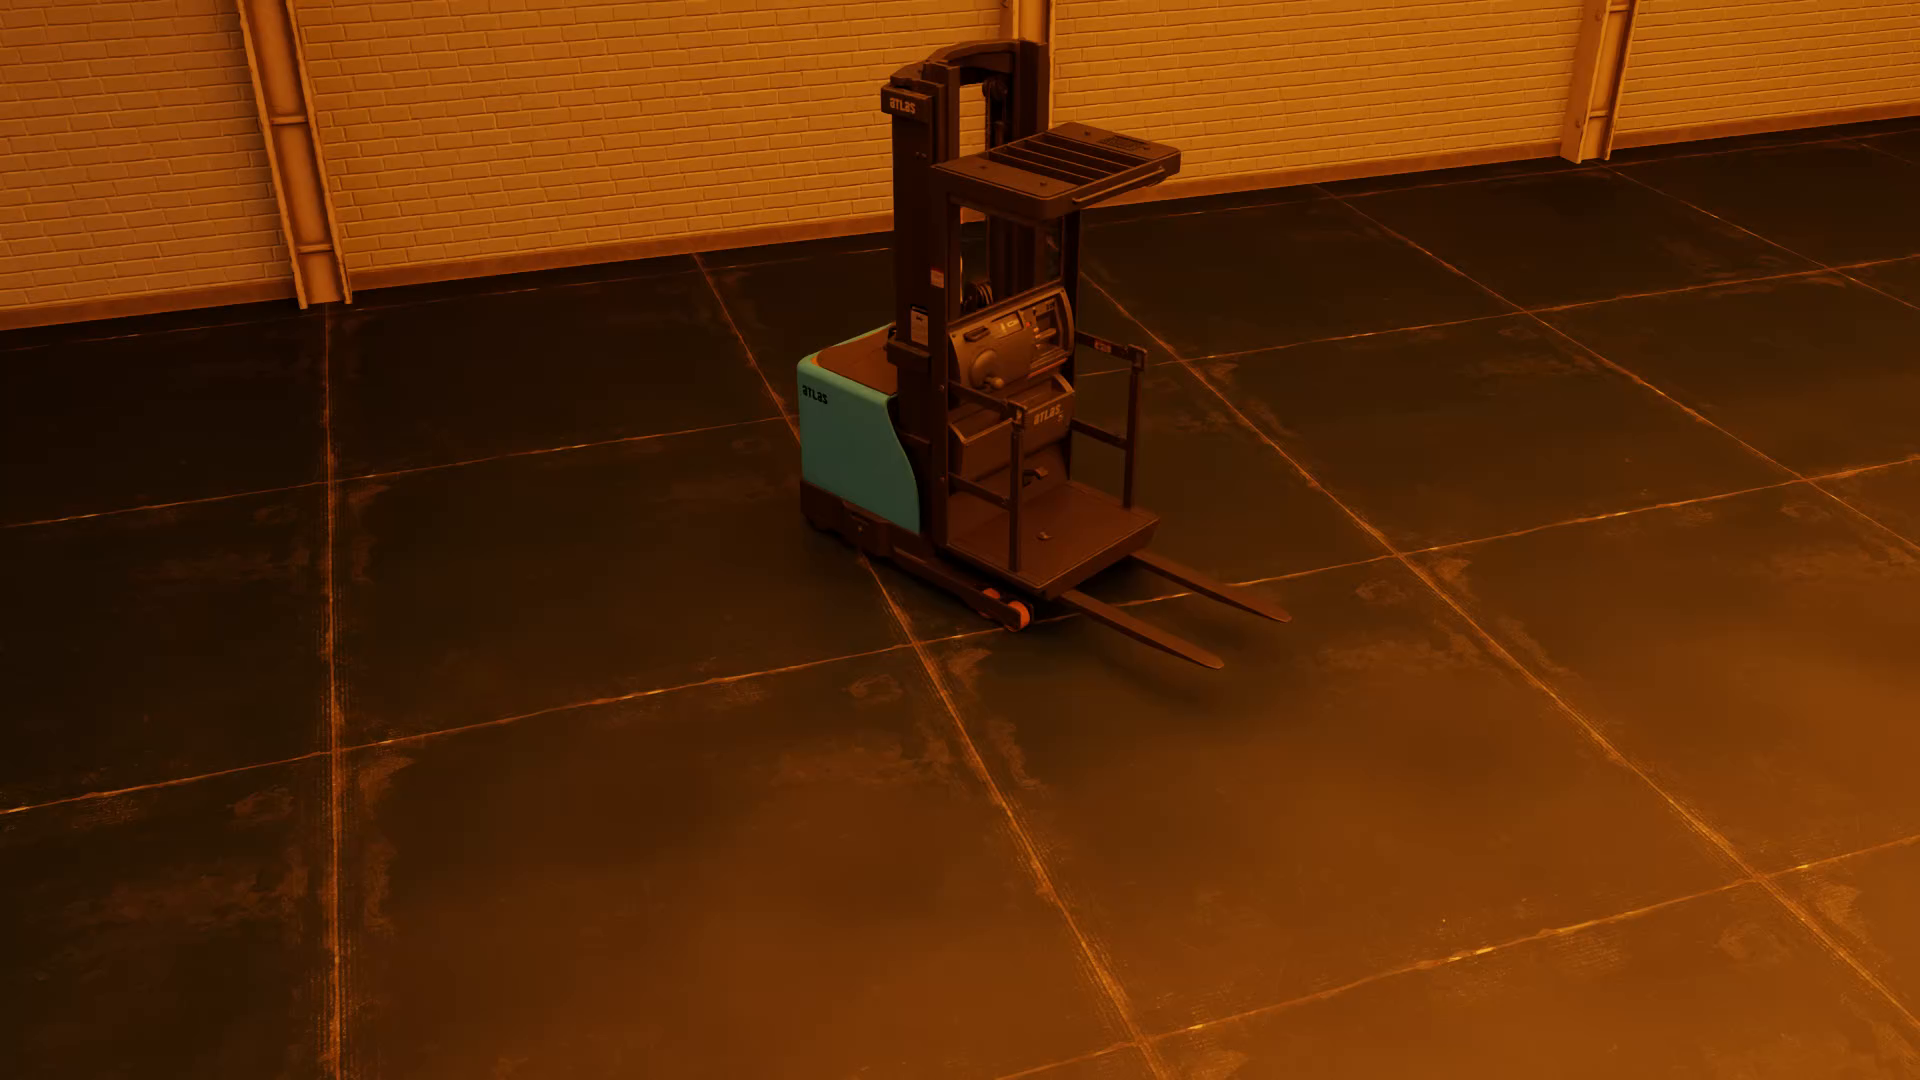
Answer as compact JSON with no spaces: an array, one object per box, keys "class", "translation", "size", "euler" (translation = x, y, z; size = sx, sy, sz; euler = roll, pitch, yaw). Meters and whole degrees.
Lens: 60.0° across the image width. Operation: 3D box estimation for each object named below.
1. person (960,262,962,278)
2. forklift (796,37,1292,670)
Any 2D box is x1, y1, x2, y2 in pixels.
[{"class":"person","translation":[-0.190,-1.490,11.026],"size":[0.484,1.596,0.781],"euler":[2,30,3]},{"class":"forklift","translation":[0.443,-1.061,8.931],"size":[3.031,2.935,1.130],"euler":[25,38,37]}]
